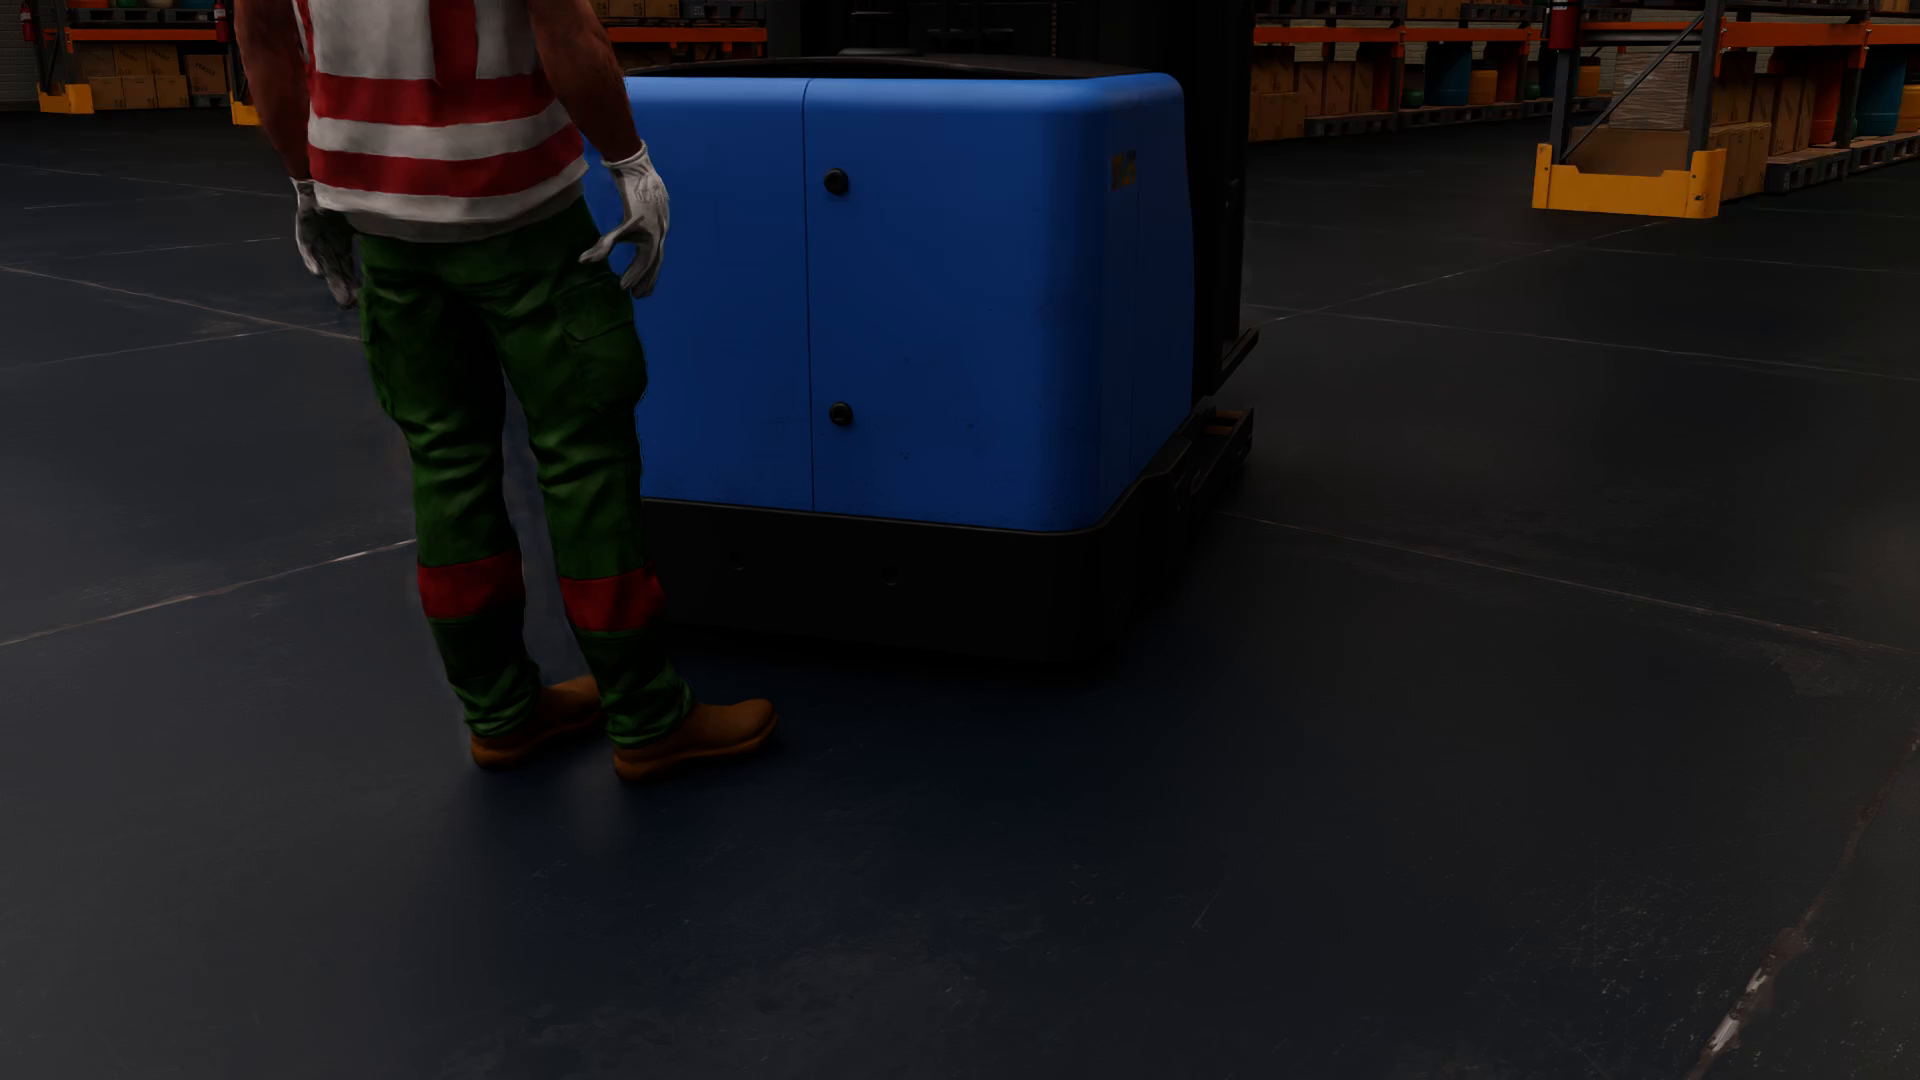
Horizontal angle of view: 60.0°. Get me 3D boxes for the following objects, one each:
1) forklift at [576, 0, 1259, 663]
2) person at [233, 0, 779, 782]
[{"bbox_3d":[0.182,-1.571,4.072,1.130,2.935,3.031,5,18,17],"label":"forklift"},{"bbox_3d":[-0.702,-0.500,2.498,0.713,1.788,0.440,5,18,17],"label":"person"}]
